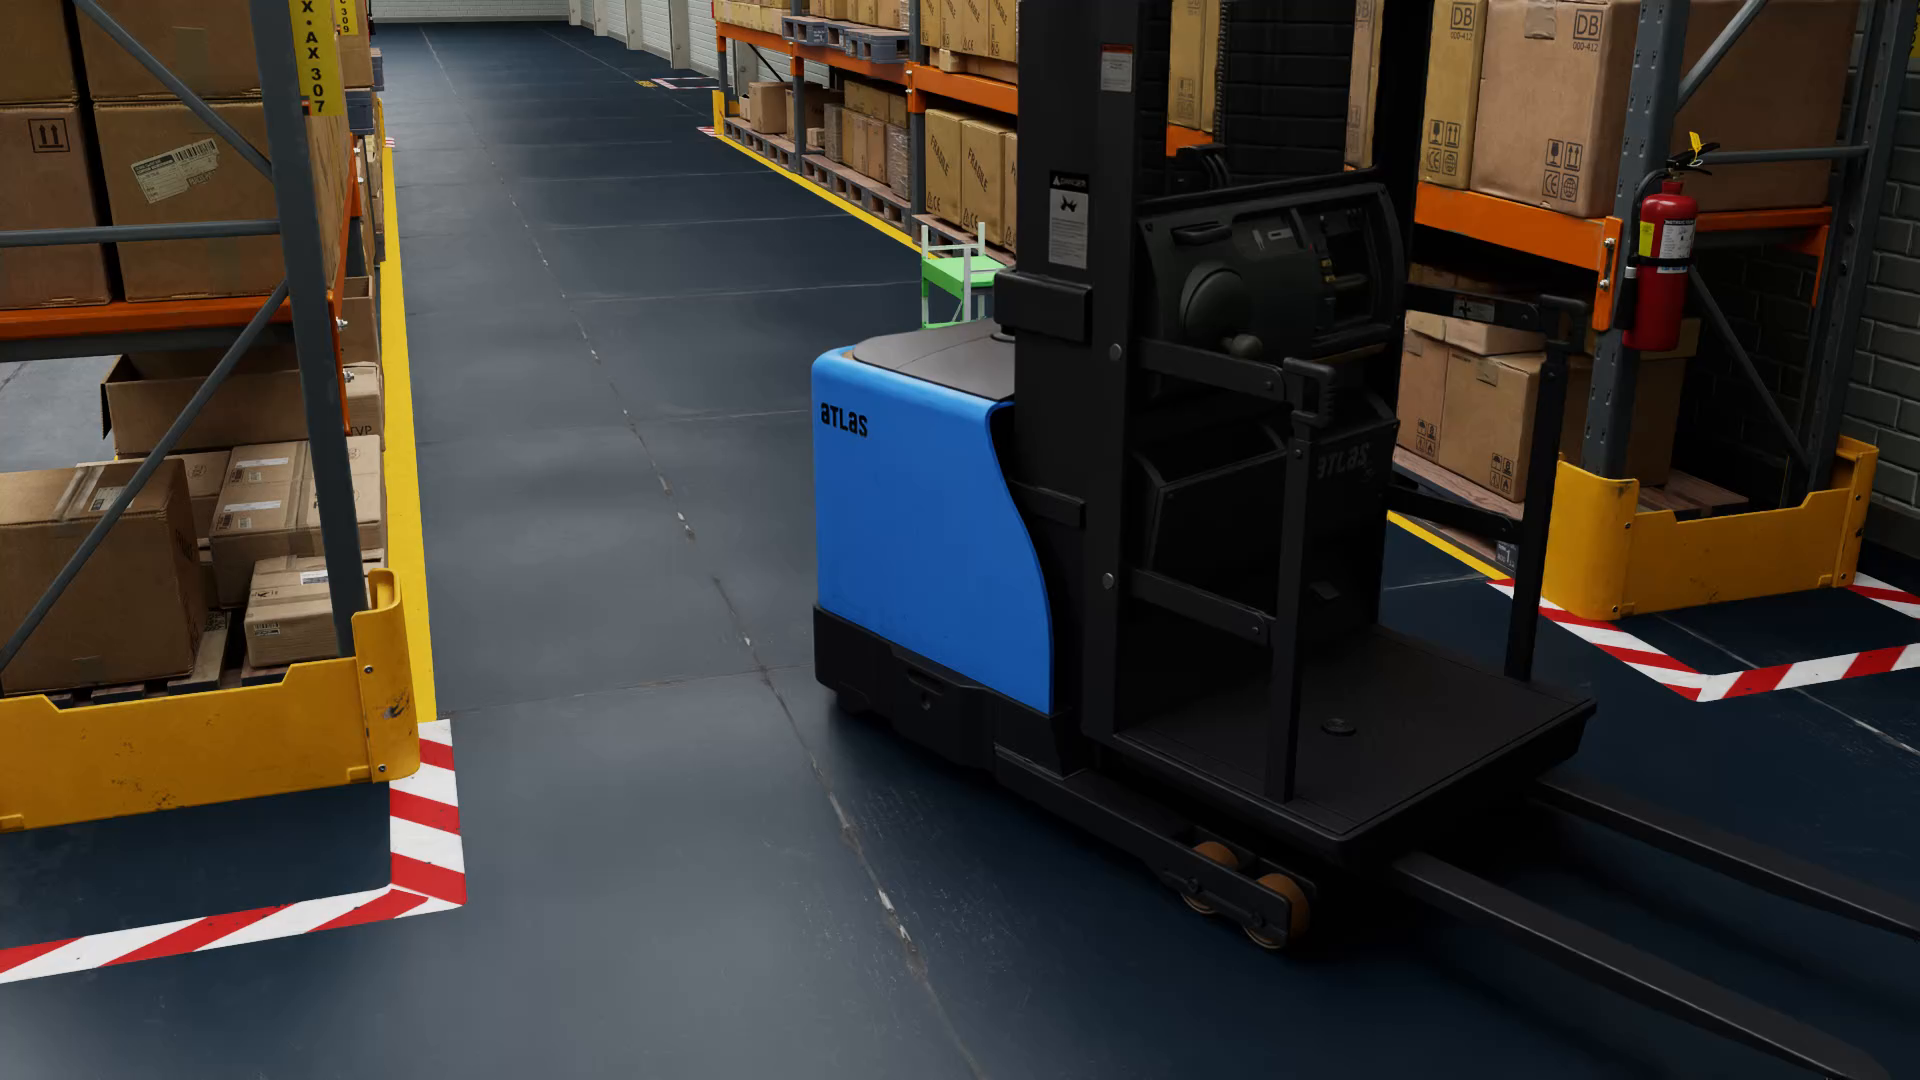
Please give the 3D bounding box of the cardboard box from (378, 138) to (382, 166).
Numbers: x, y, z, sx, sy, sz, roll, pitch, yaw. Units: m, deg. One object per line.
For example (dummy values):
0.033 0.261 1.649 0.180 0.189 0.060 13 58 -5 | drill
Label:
-5.706 -3.662 15.621 0.500 0.250 0.500 -6 21 -17 | cardboard box

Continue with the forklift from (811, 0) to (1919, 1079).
0.910 -0.637 3.855 1.130 2.935 3.031 -17 26 -38 | forklift

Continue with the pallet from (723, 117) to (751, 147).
-2.158 -4.787 19.433 1.003 0.211 1.213 -6 21 -17 | pallet

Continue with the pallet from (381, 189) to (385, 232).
-5.193 -2.641 13.456 1.003 0.211 1.213 -6 21 -17 | pallet

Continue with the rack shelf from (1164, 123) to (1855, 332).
1.996 -1.557 7.379 1.077 0.370 4.000 -6 21 -17 | rack shelf

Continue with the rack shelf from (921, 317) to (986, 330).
0.052 -0.677 6.006 0.258 0.148 0.480 -6 21 -17 | rack shelf

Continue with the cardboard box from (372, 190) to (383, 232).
-4.477 -2.397 12.098 0.500 0.250 0.500 -6 21 -17 | cardboard box

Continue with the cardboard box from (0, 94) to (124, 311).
-2.476 -0.888 4.305 0.500 0.500 0.500 -6 21 -16 | cardboard box

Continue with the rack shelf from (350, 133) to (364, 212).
-3.962 -2.313 9.484 1.077 0.370 4.000 -6 21 -17 | rack shelf

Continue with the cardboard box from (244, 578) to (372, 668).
-1.882 0.237 4.885 0.380 0.149 0.250 -6 21 -17 | cardboard box

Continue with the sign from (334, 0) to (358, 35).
-2.821 -2.478 7.597 0.100 0.325 0.005 -6 21 -17 | sign

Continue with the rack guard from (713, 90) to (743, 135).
-2.380 -5.188 20.120 1.175 0.500 0.348 -6 21 -17 | rack guard

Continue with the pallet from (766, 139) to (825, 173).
-1.392 -4.004 17.253 1.003 0.211 1.213 -6 21 -17 | pallet

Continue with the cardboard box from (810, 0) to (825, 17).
-1.019 -5.192 15.636 0.700 0.500 0.500 -6 21 -17 | cardboard box

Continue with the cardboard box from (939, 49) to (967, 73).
0.068 -3.406 11.804 0.380 0.149 0.250 -6 21 -16 | cardboard box

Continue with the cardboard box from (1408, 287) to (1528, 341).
2.016 -0.898 6.597 0.380 0.149 0.250 -6 21 -16 | cardboard box

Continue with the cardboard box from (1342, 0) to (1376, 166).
1.985 -2.036 7.203 0.980 0.700 0.700 -7 21 -20 | cardboard box

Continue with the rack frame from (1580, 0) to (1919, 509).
2.625 -1.254 5.471 1.000 3.000 0.127 -6 21 -17 | rack frame

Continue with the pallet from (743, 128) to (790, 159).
-1.779 -4.397 18.345 1.003 0.211 1.213 -6 21 -17 | pallet

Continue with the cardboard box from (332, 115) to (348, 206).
-2.443 -1.431 5.815 0.500 0.500 0.500 -6 21 -16 | cardboard box

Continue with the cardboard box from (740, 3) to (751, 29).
-2.064 -5.645 17.889 0.500 0.250 0.500 -6 21 -17 | cardboard box

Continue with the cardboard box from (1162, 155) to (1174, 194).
1.040 -1.918 9.879 0.750 0.750 0.750 -6 21 -17 | cardboard box

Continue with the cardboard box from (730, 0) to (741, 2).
-2.237 -6.169 18.237 0.500 0.500 0.500 -7 21 -19 | cardboard box

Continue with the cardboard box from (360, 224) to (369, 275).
-3.433 -1.392 8.901 0.500 0.500 0.500 -6 21 -16 | cardboard box

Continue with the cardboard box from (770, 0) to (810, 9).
-1.589 -5.516 16.418 0.500 0.500 0.500 -6 21 -17 | cardboard box

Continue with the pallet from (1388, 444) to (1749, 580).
2.299 -0.190 6.633 1.003 0.211 1.213 -6 21 -17 | pallet

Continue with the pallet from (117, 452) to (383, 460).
-3.119 -0.477 7.433 1.003 0.211 1.213 -6 21 -17 | pallet

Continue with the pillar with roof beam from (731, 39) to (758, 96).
-7.336 -10.547 22.469 9.100 9.000 0.400 -6 21 -17 | pillar with roof beam

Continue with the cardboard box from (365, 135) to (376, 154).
-4.808 -2.992 12.926 0.500 0.311 0.500 -7 21 -19 | cardboard box

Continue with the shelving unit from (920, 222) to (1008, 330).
0.052 -0.512 6.066 0.258 1.200 0.503 -6 21 -17 | shelving unit

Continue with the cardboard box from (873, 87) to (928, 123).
-0.451 -3.784 14.453 0.500 0.250 0.500 -6 21 -17 | cardboard box

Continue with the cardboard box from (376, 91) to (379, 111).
-6.326 -4.658 17.284 0.500 0.500 0.500 -6 21 -17 | cardboard box

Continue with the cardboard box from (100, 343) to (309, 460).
-2.738 -0.440 6.246 0.797 0.503 0.637 -6 21 -17 | cardboard box

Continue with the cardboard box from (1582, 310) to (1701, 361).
2.539 -0.776 6.256 0.380 0.149 0.250 -6 21 -17 | cardboard box

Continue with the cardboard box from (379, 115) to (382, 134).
-6.488 -4.465 17.856 0.500 0.250 0.500 -6 21 -17 | cardboard box

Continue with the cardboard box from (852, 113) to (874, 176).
-0.568 -3.573 14.973 0.700 0.500 0.500 -6 21 -17 | cardboard box

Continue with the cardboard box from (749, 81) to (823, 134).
-1.910 -4.764 18.289 0.700 0.500 0.500 -8 21 -21 | cardboard box

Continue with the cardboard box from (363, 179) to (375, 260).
-4.074 -2.049 10.731 0.500 0.500 0.500 -6 20 -15 | cardboard box

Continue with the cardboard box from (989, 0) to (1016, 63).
0.502 -3.340 10.661 0.500 0.500 0.500 -6 21 -16 | cardboard box

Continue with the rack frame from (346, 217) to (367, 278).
-3.334 -2.010 7.576 1.000 3.000 0.127 -6 21 -17 | rack frame

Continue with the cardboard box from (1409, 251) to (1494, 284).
2.139 -1.182 7.388 0.380 0.149 0.250 -6 21 -17 | cardboard box

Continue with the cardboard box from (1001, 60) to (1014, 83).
0.486 -3.091 10.927 0.380 0.149 0.250 -6 21 -17 | cardboard box

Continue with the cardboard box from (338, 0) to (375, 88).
-3.270 -2.431 7.977 0.700 0.500 0.500 -15 24 -35 | cardboard box

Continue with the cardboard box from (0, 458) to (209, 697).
-2.481 0.095 4.763 0.500 0.500 0.500 -6 21 -17 | cardboard box

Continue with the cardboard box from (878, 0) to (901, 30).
-0.248 -4.402 13.435 0.700 0.500 0.500 -8 21 -22 | cardboard box
